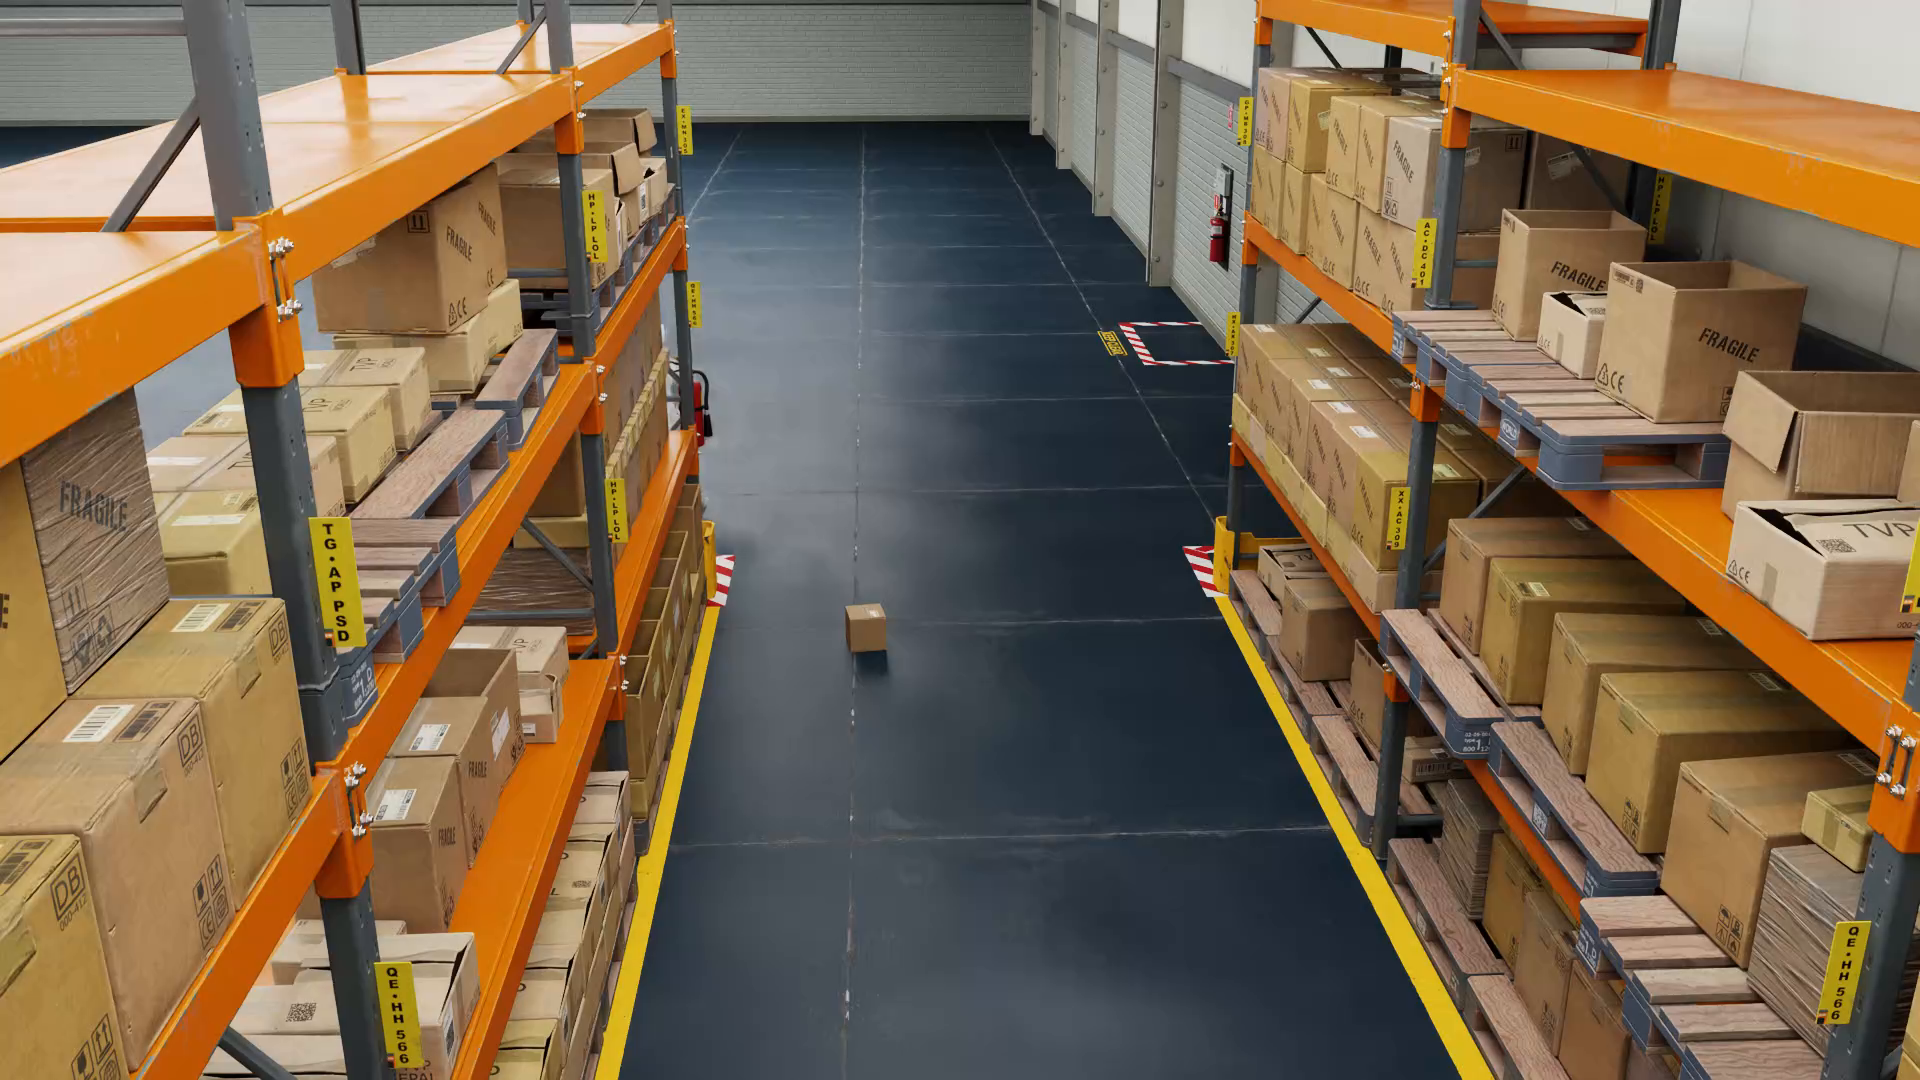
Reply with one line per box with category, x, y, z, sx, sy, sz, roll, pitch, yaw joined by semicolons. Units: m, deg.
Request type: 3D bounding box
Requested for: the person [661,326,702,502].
person;-2.422;-0.907;13.470;0.680;1.754;0.543;3;21;9
